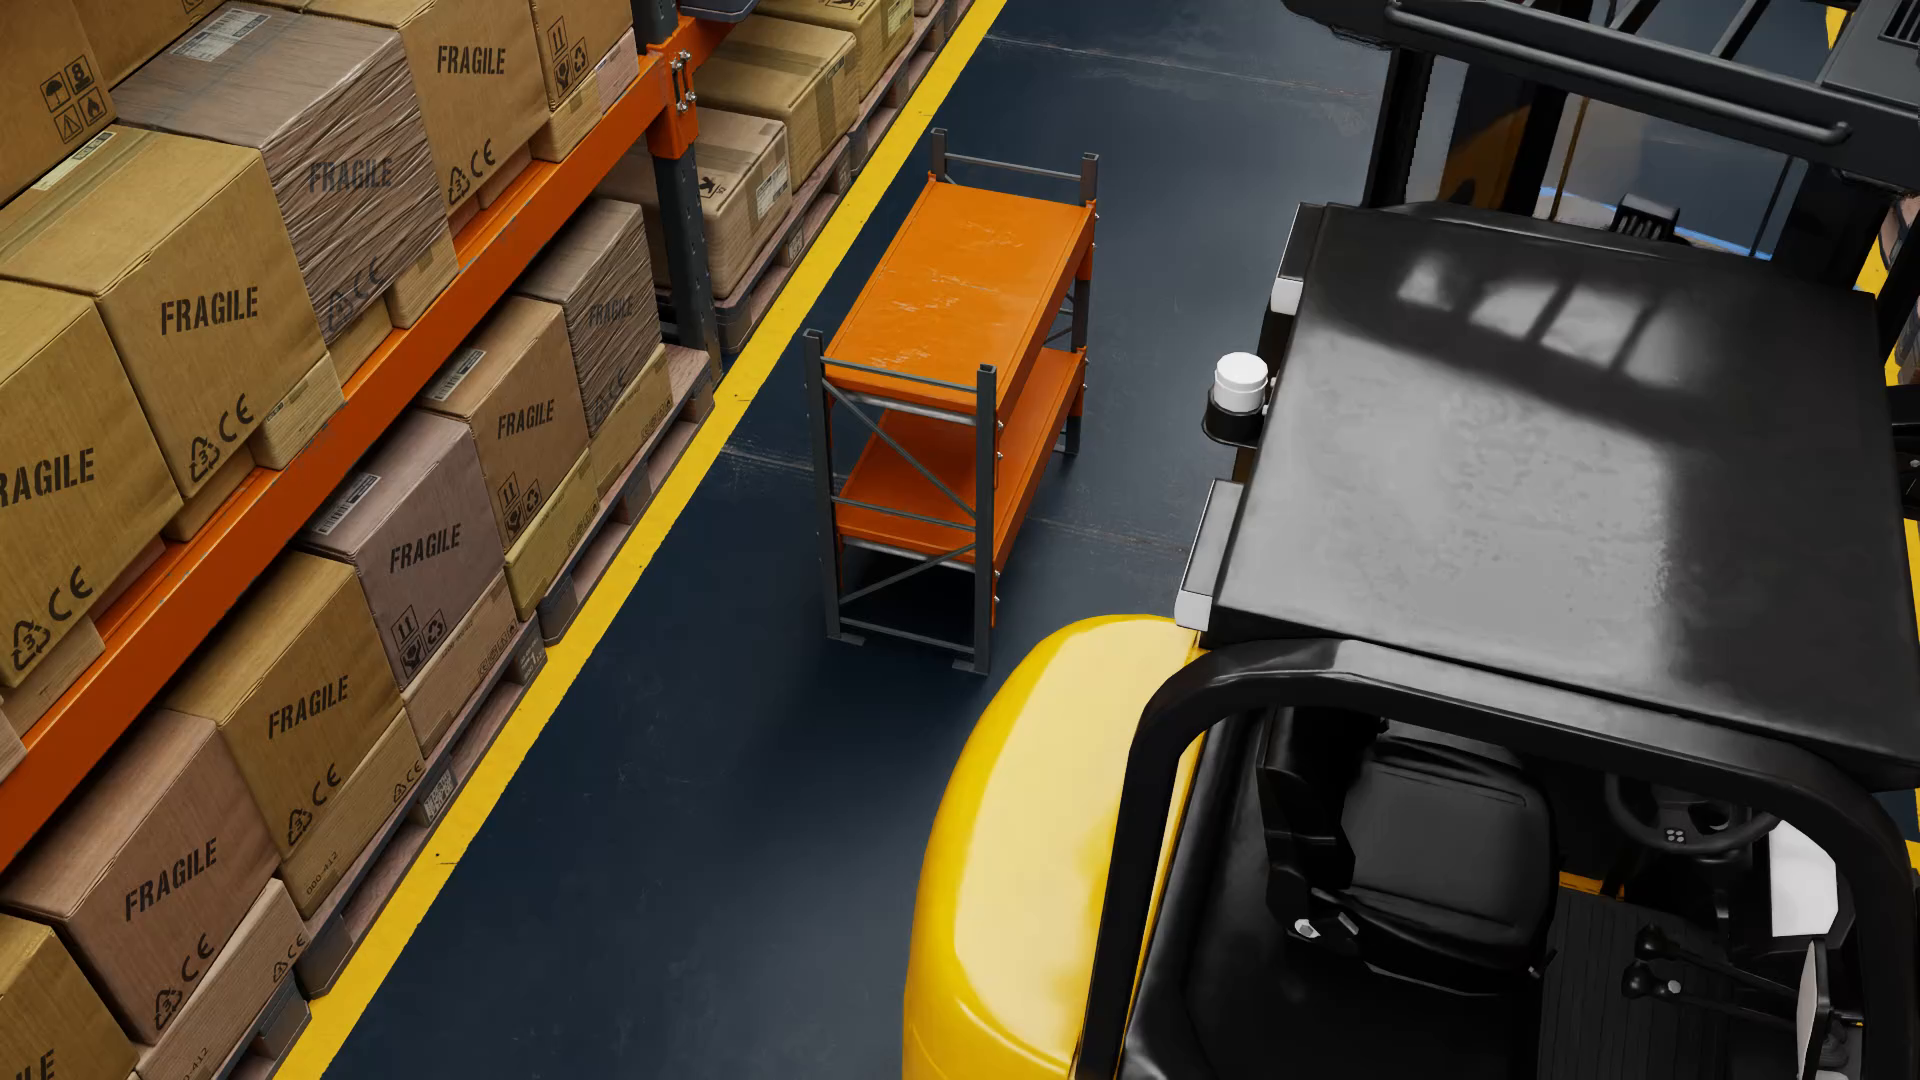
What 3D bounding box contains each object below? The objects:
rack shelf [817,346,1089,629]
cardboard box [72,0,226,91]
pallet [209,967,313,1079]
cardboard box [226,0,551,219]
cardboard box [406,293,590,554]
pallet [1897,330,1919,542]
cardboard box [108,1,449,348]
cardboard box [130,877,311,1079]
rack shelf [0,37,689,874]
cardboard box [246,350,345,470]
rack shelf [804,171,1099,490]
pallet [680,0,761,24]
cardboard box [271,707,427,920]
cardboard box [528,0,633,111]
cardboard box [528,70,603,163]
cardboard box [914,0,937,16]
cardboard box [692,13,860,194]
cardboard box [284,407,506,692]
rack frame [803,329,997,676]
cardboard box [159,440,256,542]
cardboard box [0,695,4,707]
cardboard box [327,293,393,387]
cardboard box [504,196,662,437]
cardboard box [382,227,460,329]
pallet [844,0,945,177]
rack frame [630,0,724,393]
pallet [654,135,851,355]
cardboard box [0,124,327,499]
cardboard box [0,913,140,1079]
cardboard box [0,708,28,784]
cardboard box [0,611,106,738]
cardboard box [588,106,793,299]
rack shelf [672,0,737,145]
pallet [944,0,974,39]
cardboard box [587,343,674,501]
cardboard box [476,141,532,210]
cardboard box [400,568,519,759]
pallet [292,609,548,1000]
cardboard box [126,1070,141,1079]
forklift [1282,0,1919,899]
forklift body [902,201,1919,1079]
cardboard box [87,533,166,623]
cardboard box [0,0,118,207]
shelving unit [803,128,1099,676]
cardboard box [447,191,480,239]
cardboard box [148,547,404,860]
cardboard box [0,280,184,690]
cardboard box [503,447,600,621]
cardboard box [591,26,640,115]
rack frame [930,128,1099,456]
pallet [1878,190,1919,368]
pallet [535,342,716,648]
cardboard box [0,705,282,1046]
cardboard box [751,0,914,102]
[{"bbox_3d":[0.002,-0.232,5.032,0.538,0.278,1.000,13,46,13],"label":"rack shelf"},{"bbox_3d":[-2.016,-1.297,3.432,0.700,0.500,0.500,12,46,12],"label":"cardboard box"},{"bbox_3d":[-2.231,1.368,3.701,1.003,0.211,1.213,13,46,13],"label":"pallet"},{"bbox_3d":[-1.370,-1.158,4.005,0.500,0.500,0.500,14,46,14],"label":"cardboard box"},{"bbox_3d":[-1.399,-0.355,4.597,0.500,0.500,0.500,13,46,13],"label":"cardboard box"},{"bbox_3d":[3.595,-0.164,5.266,1.003,0.211,1.213,13,46,13],"label":"pallet"},{"bbox_3d":[-1.522,-0.812,3.651,0.500,0.500,0.500,14,46,14],"label":"cardboard box"},{"bbox_3d":[-1.865,0.971,3.778,0.500,0.250,0.500,14,46,14],"label":"cardboard box"},{"bbox_3d":[-1.928,-0.120,3.742,1.077,0.370,4.000,13,46,13],"label":"rack shelf"},{"bbox_3d":[-1.584,-0.320,3.612,0.380,0.149,0.250,13,46,13],"label":"cardboard box"},{"bbox_3d":[0.002,-0.616,4.656,0.538,0.278,1.000,13,46,13],"label":"rack shelf"},{"bbox_3d":[-0.953,-2.120,5.409,1.003,0.211,1.213,13,46,13],"label":"pallet"},{"bbox_3d":[-1.711,0.605,4.153,0.500,0.250,0.500,15,46,15],"label":"cardboard box"},{"bbox_3d":[-1.220,-1.503,4.357,0.500,0.500,0.500,11,46,11],"label":"cardboard box"},{"bbox_3d":[-1.199,-1.173,4.484,0.380,0.149,0.250,13,46,13],"label":"cardboard box"},{"bbox_3d":[-0.508,-2.719,7.462,0.950,0.372,0.625,12,46,12],"label":"cardboard box"},{"bbox_3d":[-0.952,-1.751,6.473,0.950,0.372,0.625,15,46,15],"label":"cardboard box"},{"bbox_3d":[-1.552,-0.014,4.249,0.500,0.500,0.500,15,46,15],"label":"cardboard box"},{"bbox_3d":[-0.152,-0.068,4.515,0.500,1.125,0.032,13,46,13],"label":"rack frame"},{"bbox_3d":[-1.716,-0.165,3.453,0.380,0.149,0.250,11,46,11],"label":"cardboard box"},{"bbox_3d":[-1.973,0.211,2.605,0.500,0.500,0.500,14,46,14],"label":"cardboard box"},{"bbox_3d":[-1.540,-0.499,3.795,0.380,0.149,0.250,12,46,12],"label":"cardboard box"},{"bbox_3d":[-1.246,-0.694,4.944,0.500,0.500,0.500,12,46,12],"label":"cardboard box"},{"bbox_3d":[-1.434,-0.663,3.963,0.380,0.149,0.250,12,46,12],"label":"cardboard box"},{"bbox_3d":[-0.721,-2.048,7.192,1.003,0.211,1.213,13,46,13],"label":"pallet"},{"bbox_3d":[-1.323,-1.710,4.853,1.000,3.000,0.127,13,46,13],"label":"rack frame"},{"bbox_3d":[-1.088,-1.232,6.358,1.003,0.211,1.213,13,46,13],"label":"pallet"},{"bbox_3d":[-1.673,-0.469,3.300,0.500,0.500,0.500,12,46,12],"label":"cardboard box"},{"bbox_3d":[-2.020,1.026,3.186,0.500,0.500,0.500,11,45,11],"label":"cardboard box"},{"bbox_3d":[-1.893,0.373,2.903,0.380,0.149,0.250,13,46,13],"label":"cardboard box"},{"bbox_3d":[-1.846,0.194,3.087,0.380,0.149,0.250,14,46,14],"label":"cardboard box"},{"bbox_3d":[-1.166,-1.271,5.983,0.950,0.372,0.625,13,46,13],"label":"cardboard box"},{"bbox_3d":[-0.717,-2.786,6.466,1.077,0.370,4.000,13,46,13],"label":"rack shelf"},{"bbox_3d":[-0.350,-2.859,8.021,1.003,0.211,1.213,13,46,13],"label":"pallet"},{"bbox_3d":[-1.246,-0.426,5.206,0.500,0.250,0.500,14,46,14],"label":"cardboard box"},{"bbox_3d":[-1.352,-1.016,4.323,0.380,0.149,0.250,13,46,13],"label":"cardboard box"},{"bbox_3d":[-1.556,0.269,4.496,0.500,0.250,0.500,13,46,13],"label":"cardboard box"},{"bbox_3d":[-1.860,0.558,4.529,1.003,0.211,1.213,13,46,13],"label":"pallet"},{"bbox_3d":[-2.026,1.310,3.432,0.500,0.250,0.500,12,46,12],"label":"cardboard box"},{"bbox_3d":[1.220,-0.280,3.440,1.130,2.935,3.031,25,50,23],"label":"forklift"},{"bbox_3d":[1.033,0.658,3.039,2.313,2.155,1.214,13,46,13],"label":"forklift body"},{"bbox_3d":[-1.824,0.005,3.280,0.380,0.149,0.250,14,46,14],"label":"cardboard box"},{"bbox_3d":[-2.087,-0.930,3.057,0.700,0.500,0.500,12,46,12],"label":"cardboard box"},{"bbox_3d":[0.002,-0.407,4.861,0.538,1.125,1.048,13,46,13],"label":"shelving unit"},{"bbox_3d":[-1.441,-0.853,4.157,0.380,0.149,0.250,12,46,12],"label":"cardboard box"},{"bbox_3d":[-1.706,0.344,3.883,0.500,0.500,0.500,13,46,13],"label":"cardboard box"},{"bbox_3d":[-1.819,-0.128,2.952,0.500,0.500,0.500,12,46,12],"label":"cardboard box"},{"bbox_3d":[-1.397,-0.069,4.842,0.500,0.250,0.500,11,46,11],"label":"cardboard box"},{"bbox_3d":[-1.130,-1.341,4.655,0.380,0.149,0.250,12,46,12],"label":"cardboard box"},{"bbox_3d":[0.156,-0.745,5.207,0.500,1.125,0.032,13,46,13],"label":"rack frame"},{"bbox_3d":[3.963,-0.979,6.100,1.003,0.211,1.213,13,46,13],"label":"pallet"},{"bbox_3d":[-1.492,-0.258,5.363,1.003,0.211,1.213,13,46,13],"label":"pallet"},{"bbox_3d":[-1.865,0.677,3.543,0.500,0.500,0.500,11,45,11],"label":"cardboard box"},{"bbox_3d":[-0.743,-2.215,6.947,0.950,0.372,0.625,14,46,14],"label":"cardboard box"}]
